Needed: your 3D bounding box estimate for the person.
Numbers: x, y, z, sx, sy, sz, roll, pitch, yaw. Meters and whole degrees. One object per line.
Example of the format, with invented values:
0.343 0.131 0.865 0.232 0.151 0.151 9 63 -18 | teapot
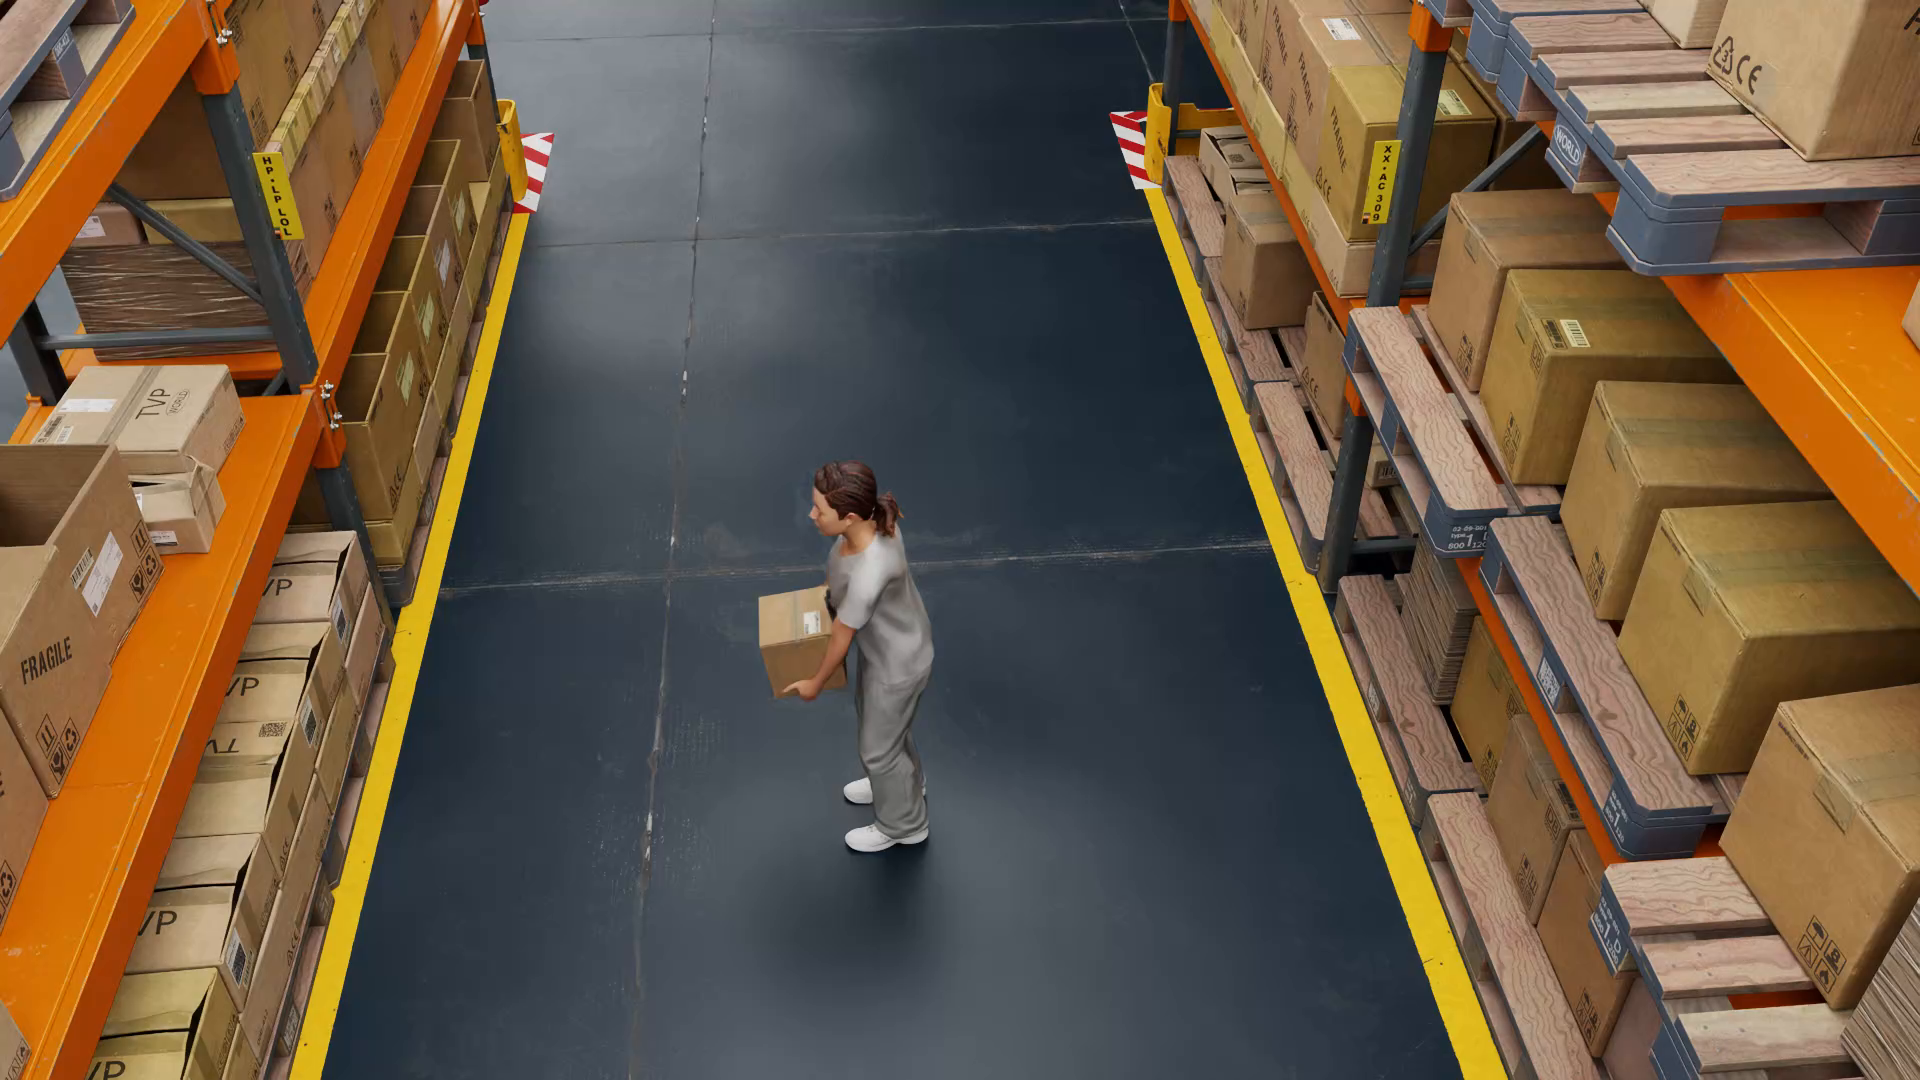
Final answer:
-0.348 0.408 5.676 0.521 1.658 0.409 -4 39 -5 | person
